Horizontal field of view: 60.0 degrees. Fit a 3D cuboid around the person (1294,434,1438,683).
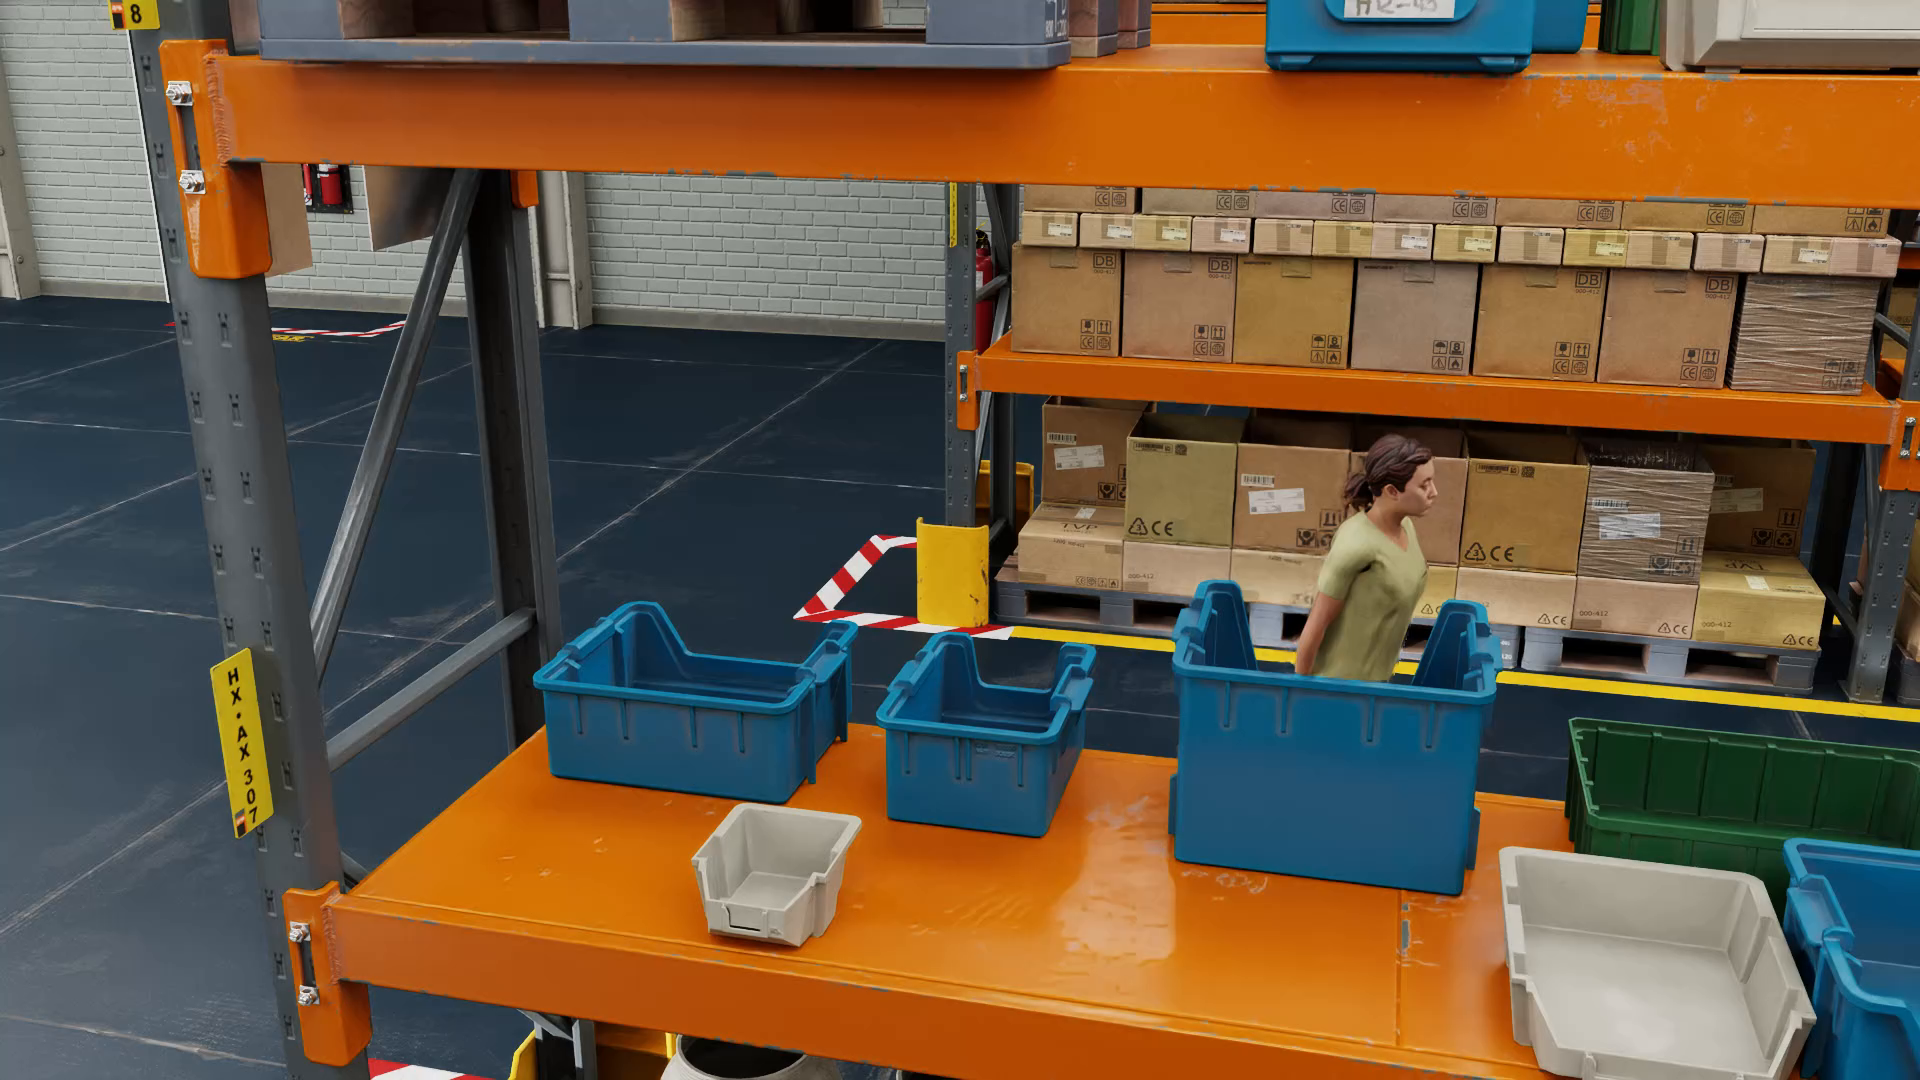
[{"bbox_3d":[1.281,0.424,5.355,1.097,1.604,0.451,11,21,31],"label":"person"}]
